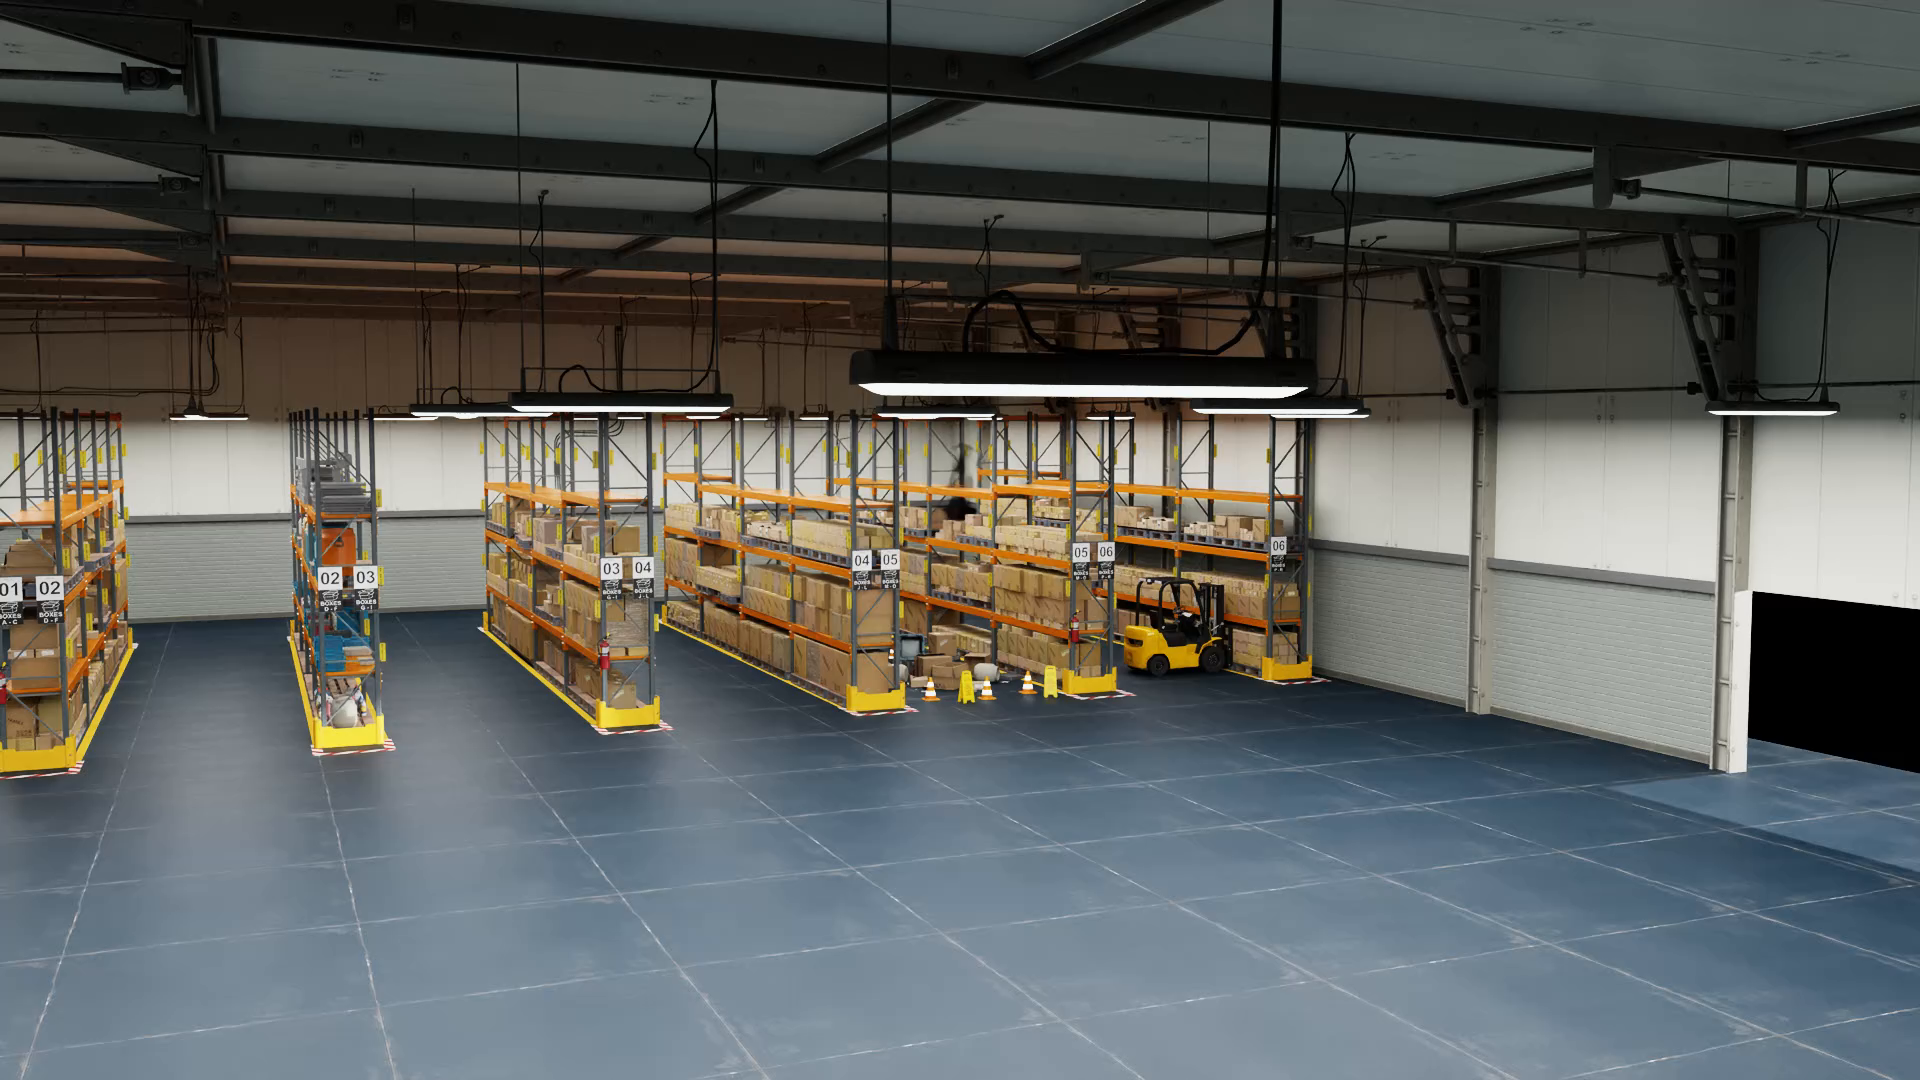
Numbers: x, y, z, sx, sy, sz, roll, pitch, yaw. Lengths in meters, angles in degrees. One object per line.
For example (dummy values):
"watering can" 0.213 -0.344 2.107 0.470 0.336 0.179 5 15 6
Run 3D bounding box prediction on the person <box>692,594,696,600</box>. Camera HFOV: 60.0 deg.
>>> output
"person" -7.624 1.439 49.149 0.573 1.723 0.704 1 4 12

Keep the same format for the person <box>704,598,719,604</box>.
"person" -7.470 1.403 49.935 0.795 1.644 0.583 -3 5 -41
